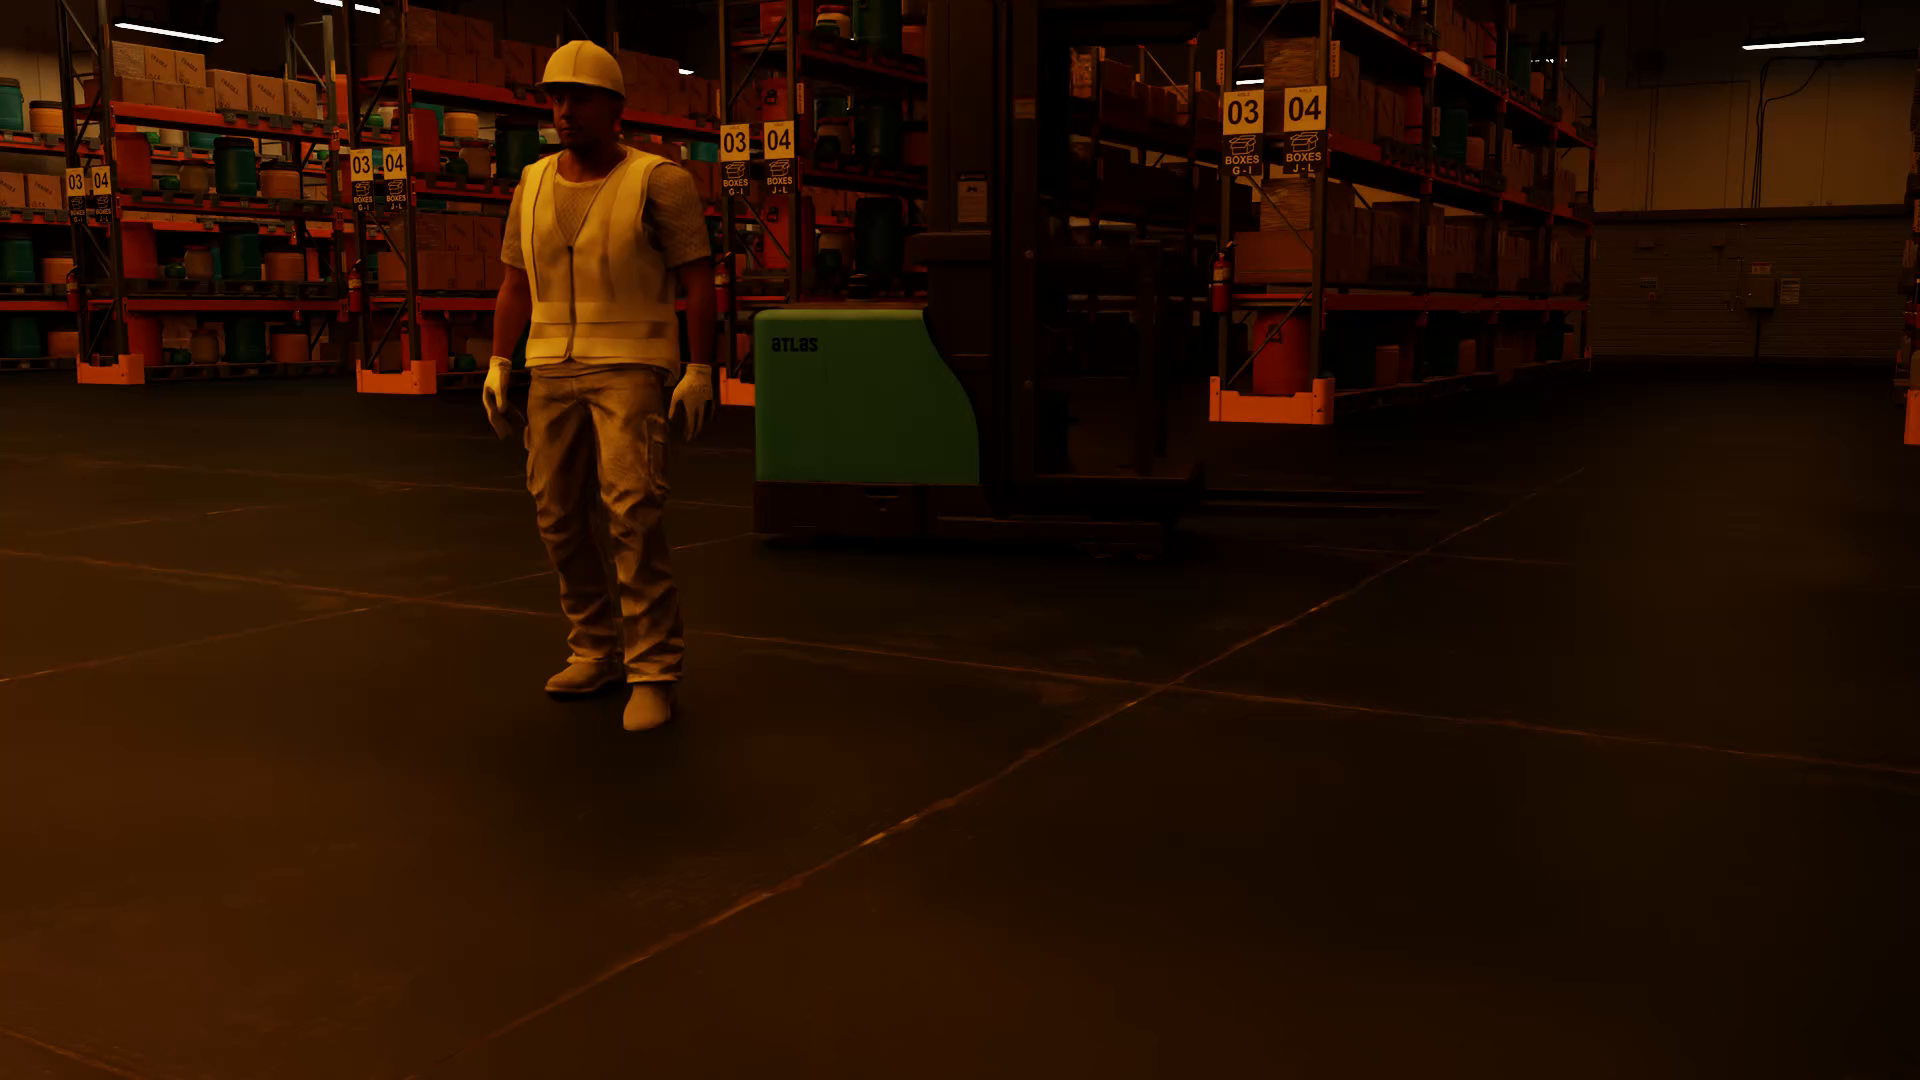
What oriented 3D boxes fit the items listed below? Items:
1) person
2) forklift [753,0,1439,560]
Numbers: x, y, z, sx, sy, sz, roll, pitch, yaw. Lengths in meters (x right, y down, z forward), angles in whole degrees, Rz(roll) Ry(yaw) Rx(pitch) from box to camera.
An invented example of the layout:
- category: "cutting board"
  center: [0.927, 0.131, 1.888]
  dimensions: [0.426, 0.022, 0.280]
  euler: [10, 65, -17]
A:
- category: "person"
  center: [-0.999, -0.415, 4.470]
  dimensions: [0.641, 1.800, 0.509]
  euler: [3, 8, 19]
- category: "forklift"
  center: [0.626, -1.443, 7.550]
  dimensions: [3.031, 2.935, 1.130]
  euler: [1, 8, 11]
